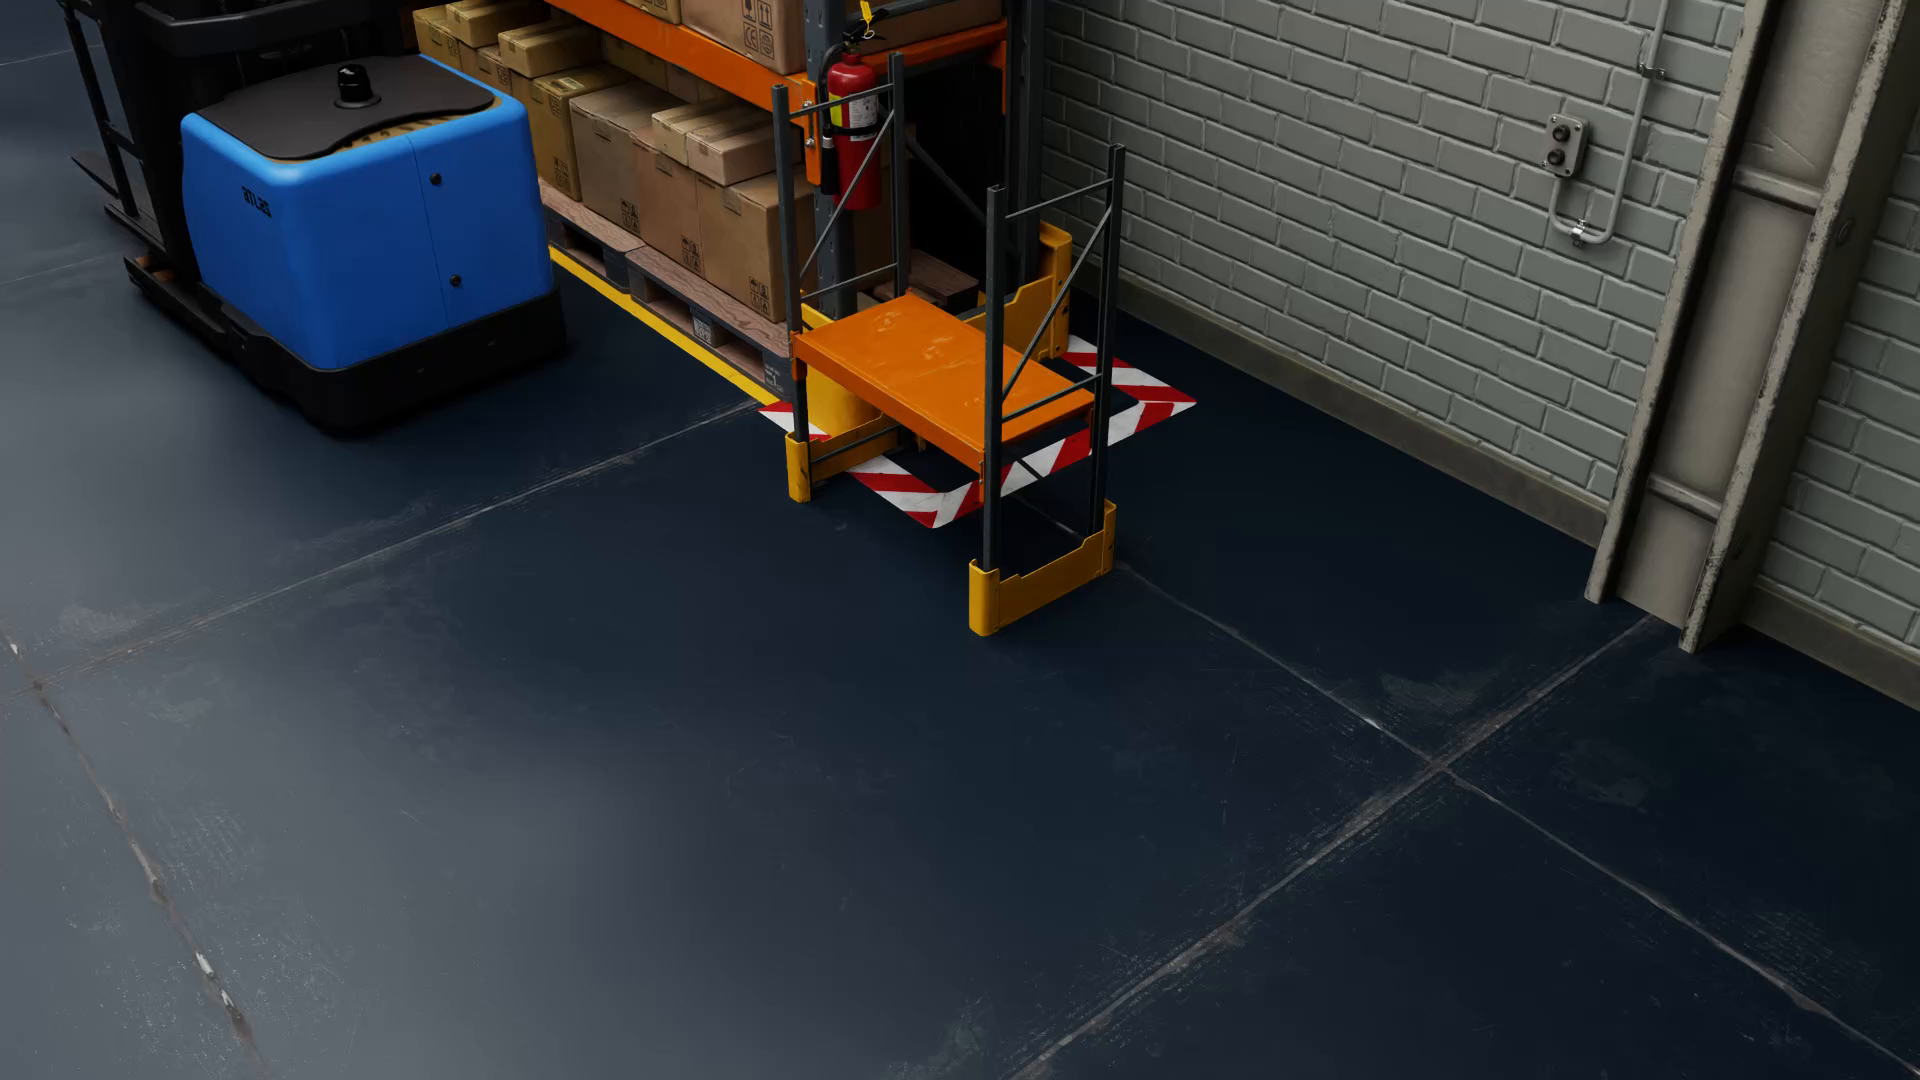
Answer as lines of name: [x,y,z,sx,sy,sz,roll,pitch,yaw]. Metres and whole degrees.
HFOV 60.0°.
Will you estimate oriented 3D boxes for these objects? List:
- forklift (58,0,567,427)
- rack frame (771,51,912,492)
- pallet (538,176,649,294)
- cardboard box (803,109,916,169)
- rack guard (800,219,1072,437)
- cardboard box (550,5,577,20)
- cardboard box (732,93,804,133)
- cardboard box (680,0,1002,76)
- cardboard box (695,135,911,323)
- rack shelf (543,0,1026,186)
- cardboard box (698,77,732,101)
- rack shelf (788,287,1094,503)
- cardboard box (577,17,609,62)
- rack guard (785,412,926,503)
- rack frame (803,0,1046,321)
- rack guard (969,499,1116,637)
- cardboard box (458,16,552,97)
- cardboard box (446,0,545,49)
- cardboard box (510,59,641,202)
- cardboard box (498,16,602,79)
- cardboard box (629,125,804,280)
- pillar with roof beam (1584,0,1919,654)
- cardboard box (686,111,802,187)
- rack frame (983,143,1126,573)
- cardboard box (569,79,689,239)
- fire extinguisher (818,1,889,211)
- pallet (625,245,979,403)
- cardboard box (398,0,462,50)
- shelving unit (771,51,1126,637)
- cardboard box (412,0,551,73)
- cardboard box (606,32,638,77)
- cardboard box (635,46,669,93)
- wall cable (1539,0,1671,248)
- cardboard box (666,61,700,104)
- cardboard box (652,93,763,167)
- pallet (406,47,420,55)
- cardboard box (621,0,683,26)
forklift: [-2.984,-2.374,6.566,1.130,2.935,3.031,-29,44,-34]
rack frame: [-0.383,-0.874,5.687,0.500,1.500,0.032,-26,43,-32]
pallet: [-1.461,-1.601,7.828,1.003,0.211,1.213,-26,43,-32]
cardboard box: [-0.397,-1.584,6.629,0.380,0.149,0.250,-26,43,-31]
rack guard: [-0.087,-0.846,6.512,1.175,0.500,0.348,-26,43,-32]
cardboard box: [-1.709,-2.480,7.895,0.380,0.149,0.250,-28,44,-33]
cardboard box: [-0.725,-1.807,6.944,0.380,0.149,0.250,-26,43,-32]
cardboard box: [-0.439,-2.220,6.030,0.980,0.700,0.700,-24,42,-30]
cardboard box: [-0.631,-1.300,6.789,0.700,0.500,0.500,-26,43,-32]
rack shelf: [-1.393,-2.466,7.259,1.077,0.370,4.000,-26,43,-32]
cardboard box: [-0.886,-1.918,7.101,0.380,0.149,0.250,-26,43,-31]
rack shelf: [-0.055,-0.503,5.474,0.538,0.185,1.000,-26,43,-32]
cardboard box: [-1.547,-2.368,7.737,0.380,0.149,0.250,-26,43,-31]
rack guard: [-0.371,-0.356,6.036,0.587,0.250,0.087,-26,43,-32]
rack frame: [-0.102,-1.877,5.804,1.000,3.000,0.127,-26,43,-32]
rack guard: [0.272,0.084,5.415,0.587,0.250,0.087,-26,43,-32]
cardboard box: [-1.958,-2.203,8.064,0.700,0.500,0.500,-26,43,-32]
cardboard box: [-2.198,-2.471,7.882,0.380,0.149,0.250,-24,42,-30]
cardboard box: [-1.628,-1.975,7.743,0.700,0.500,0.500,-25,42,-31]
cardboard box: [-1.861,-2.241,7.557,0.380,0.149,0.250,-27,44,-33]
cardboard box: [-0.954,-1.521,7.101,0.700,0.500,0.500,-26,43,-32]
pillar with roof beam: [-0.988,-1.850,0.576,9.100,9.000,0.400,-26,43,-32]
cardboard box: [-0.853,-1.553,6.586,0.380,0.149,0.250,-27,43,-32]
rack frame: [0.273,-0.425,5.053,0.500,1.500,0.032,-26,43,-32]
cardboard box: [-1.279,-1.742,7.414,0.700,0.500,0.500,-28,44,-33]
fire extinguisher: [-0.358,-1.454,5.598,0.296,0.674,0.183,-26,43,-32]
pallet: [-0.678,-1.062,7.068,1.003,0.211,1.213,-26,43,-32]
cardboard box: [-3.203,-3.175,9.135,0.750,0.750,0.750,-25,43,-31]
shelving unit: [-0.049,-0.646,5.364,0.587,1.500,1.083,-26,43,-32]
cardboard box: [-2.279,-2.426,8.379,0.700,0.500,0.500,-25,43,-31]
cardboard box: [-1.380,-2.255,7.577,0.380,0.149,0.250,-27,43,-33]
cardboard box: [-1.217,-2.143,7.419,0.380,0.149,0.250,-26,43,-31]
wall cable: [1.446,-2.079,5.211,0.084,1.984,1.851,-26,43,-32]
cardboard box: [-1.051,-2.030,7.259,0.380,0.149,0.250,-25,42,-31]
cardboard box: [-1.018,-1.666,6.745,0.380,0.149,0.250,-25,42,-31]
pallet: [-3.239,-2.817,9.545,1.003,0.211,1.213,-26,43,-32]
cardboard box: [-0.917,-2.538,6.478,0.980,0.700,0.700,-26,43,-32]
